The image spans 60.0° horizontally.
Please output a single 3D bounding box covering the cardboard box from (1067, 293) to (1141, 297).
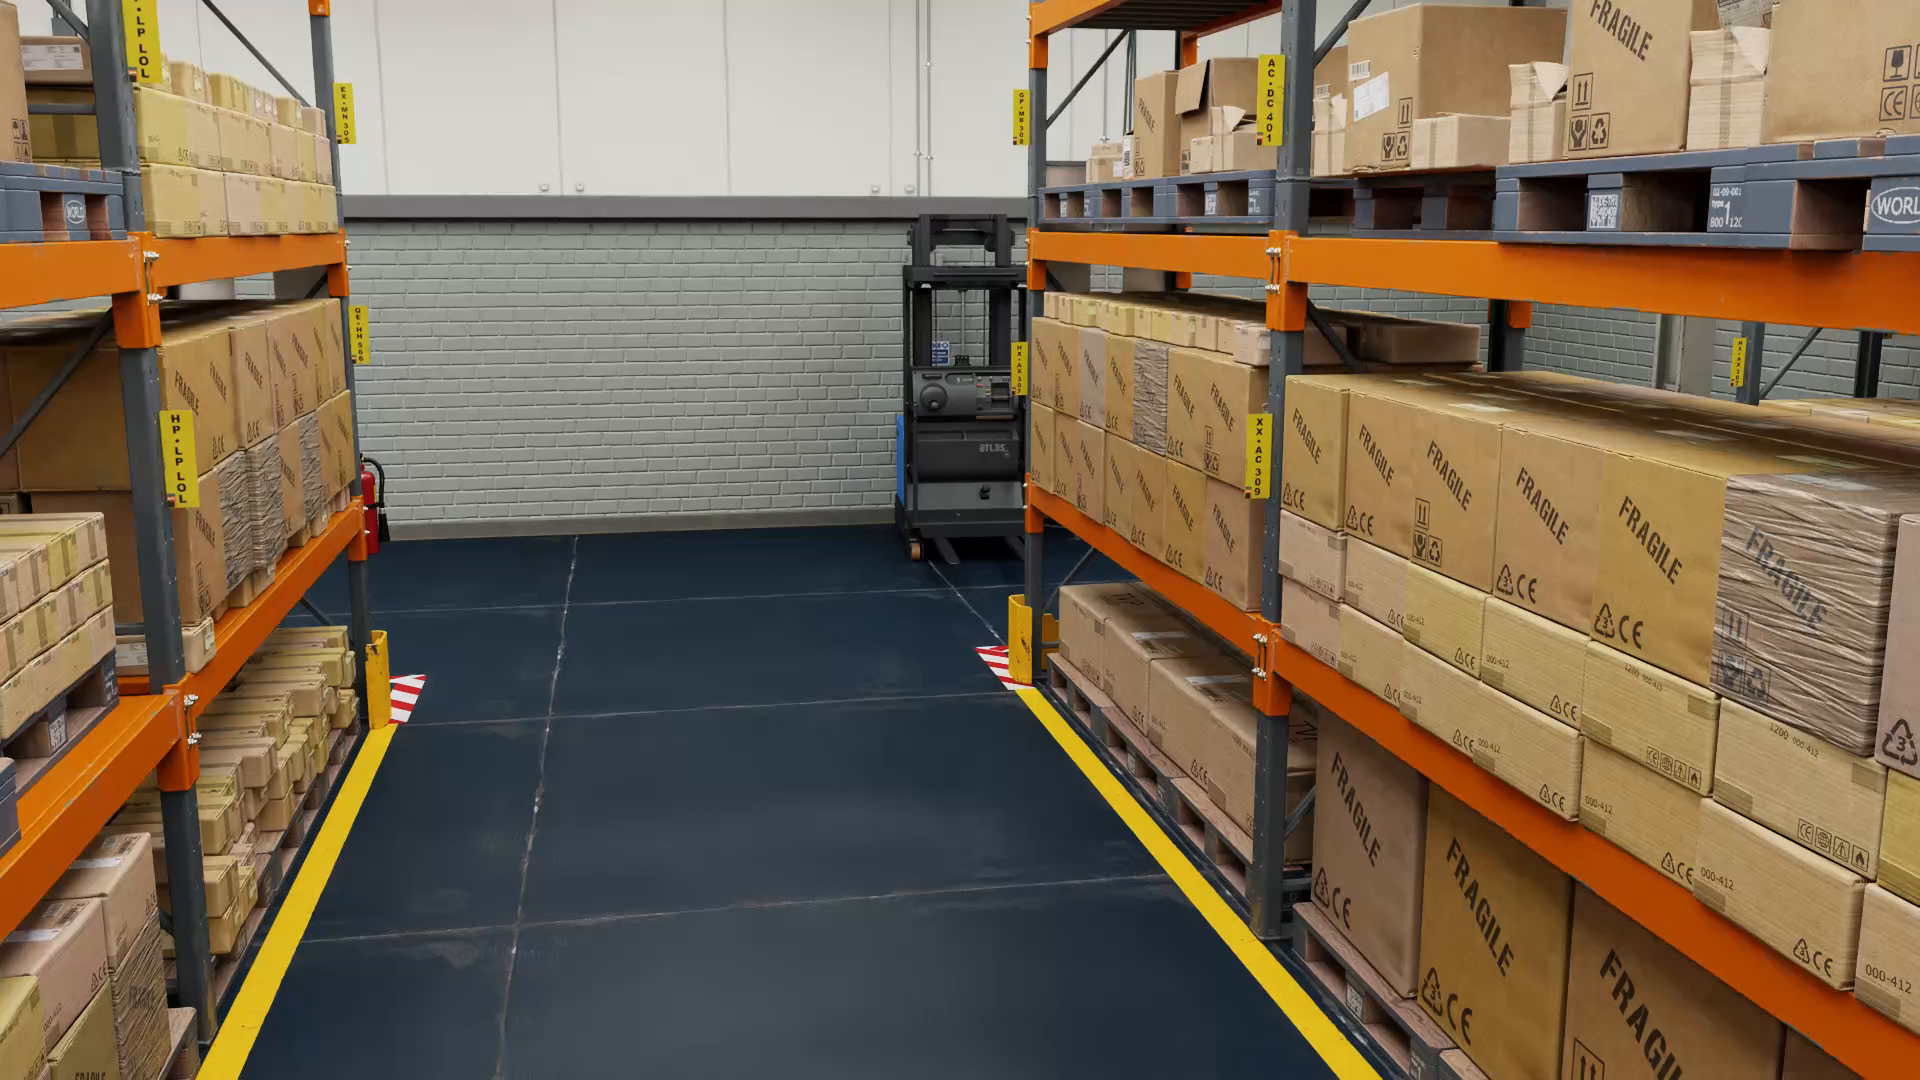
[{"bbox_3d":[0.831,-1.350,9.643,0.380,0.149,0.250,-2,11,-10],"label":"cardboard box"}]

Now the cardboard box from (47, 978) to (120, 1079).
[{"bbox_3d":[-2.655,1.563,4.578,0.500,0.500,0.500,-2,11,-12],"label":"cardboard box"}]

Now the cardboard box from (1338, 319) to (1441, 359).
[{"bbox_3d":[1.818,-0.851,7.020,0.380,0.149,0.250,-2,11,-10],"label":"cardboard box"}]

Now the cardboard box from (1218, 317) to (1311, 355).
[{"bbox_3d":[1.335,-0.880,7.175,0.380,0.149,0.250,-2,11,-11],"label":"cardboard box"}]

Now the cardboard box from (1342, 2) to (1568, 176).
[{"bbox_3d":[1.578,-1.435,5.352,0.500,0.500,0.500,-2,11,-12],"label":"cardboard box"}]

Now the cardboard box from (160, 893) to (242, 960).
[{"bbox_3d":[-2.901,1.436,6.182,0.380,0.149,0.250,-3,11,-13],"label":"cardboard box"}]

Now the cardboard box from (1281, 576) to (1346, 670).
[{"bbox_3d":[1.518,0.286,6.126,0.500,0.250,0.500,-2,11,-12],"label":"cardboard box"}]

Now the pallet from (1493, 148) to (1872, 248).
[{"bbox_3d":[2.071,-0.846,4.156,1.003,0.211,1.213,-2,11,-8],"label":"pallet"}]

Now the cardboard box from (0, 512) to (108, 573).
[{"bbox_3d":[-2.875,0.012,5.122,0.380,0.149,0.250,-2,11,-8],"label":"cardboard box"}]

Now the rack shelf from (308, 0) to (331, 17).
[{"bbox_3d":[-3.534,-2.638,6.977,1.077,0.370,4.000,-2,11,-11],"label":"rack shelf"}]

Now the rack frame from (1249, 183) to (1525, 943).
[{"bbox_3d":[1.691,0.122,6.586,1.000,3.000,0.127,-2,11,-11],"label":"rack frame"}]

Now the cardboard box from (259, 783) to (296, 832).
[{"bbox_3d":[-3.193,1.200,7.425,0.380,0.149,0.250,-2,11,-13],"label":"cardboard box"}]

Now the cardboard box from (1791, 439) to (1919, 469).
[{"bbox_3d":[2.421,0.030,4.128,0.500,0.500,0.500,-2,11,-9],"label":"cardboard box"}]

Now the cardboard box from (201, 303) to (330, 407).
[{"bbox_3d":[-3.491,-0.932,8.385,0.500,0.500,0.500,-3,11,-13],"label":"cardboard box"}]

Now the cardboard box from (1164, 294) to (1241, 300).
[{"bbox_3d":[1.385,-1.322,9.497,0.380,0.149,0.250,-2,11,-12],"label":"cardboard box"}]

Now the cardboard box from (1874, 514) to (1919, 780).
[{"bbox_3d":[2.112,0.230,3.077,0.500,0.500,0.500,-2,11,-13],"label":"cardboard box"}]

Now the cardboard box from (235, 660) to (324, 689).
[{"bbox_3d":[-3.416,0.718,8.367,0.380,0.149,0.250,-3,11,-13],"label":"cardboard box"}]

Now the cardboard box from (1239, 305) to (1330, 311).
[{"bbox_3d":[1.606,-1.084,8.247,0.380,0.149,0.250,-2,11,-11],"label":"cardboard box"}]

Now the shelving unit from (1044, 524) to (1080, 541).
[{"bbox_3d":[1.162,-0.839,15.648,0.538,1.500,1.048,7,13,33],"label":"shelving unit"}]

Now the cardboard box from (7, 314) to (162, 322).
[{"bbox_3d":[-3.810,-0.726,7.302,0.500,0.500,0.500,-2,11,-13],"label":"cardboard box"}]

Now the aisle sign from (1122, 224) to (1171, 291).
[{"bbox_3d":[1.203,-1.913,10.326,0.394,0.787,0.004,-2,11,-11],"label":"aisle sign"}]

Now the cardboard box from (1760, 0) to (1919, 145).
[{"bbox_3d":[2.090,-1.048,3.320,0.700,0.500,0.500,-3,11,-14],"label":"cardboard box"}]

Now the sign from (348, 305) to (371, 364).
[{"bbox_3d":[-3.375,-1.154,9.346,0.100,0.325,0.005,-2,11,-11],"label":"sign"}]

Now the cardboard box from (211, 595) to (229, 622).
[{"bbox_3d":[-3.153,0.239,6.646,0.380,0.149,0.250,-3,11,-14],"label":"cardboard box"}]

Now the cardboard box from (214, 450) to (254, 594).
[{"bbox_3d":[-3.097,-0.065,6.506,0.500,0.500,0.500,-2,11,-11],"label":"cardboard box"}]

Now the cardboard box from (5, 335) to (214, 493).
[{"bbox_3d":[-2.994,-0.457,5.893,0.500,0.500,0.500,-2,11,-10],"label":"cardboard box"}]

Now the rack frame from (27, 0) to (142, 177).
[{"bbox_3d":[-3.145,-2.626,4.982,1.000,3.000,0.127,-2,11,-11],"label":"rack frame"}]

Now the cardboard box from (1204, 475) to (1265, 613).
[{"bbox_3d":[1.350,-0.003,6.975,0.500,0.500,0.500,-2,11,-10],"label":"cardboard box"}]

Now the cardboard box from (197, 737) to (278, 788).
[{"bbox_3d":[-3.144,0.958,7.105,0.380,0.149,0.250,-2,11,-10],"label":"cardboard box"}]

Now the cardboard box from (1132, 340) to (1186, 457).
[{"bbox_3d":[1.129,-0.681,7.864,0.500,0.500,0.500,-2,11,-10],"label":"cardboard box"}]

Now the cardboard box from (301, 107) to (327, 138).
[{"bbox_3d":[-3.570,-2.204,8.783,0.380,0.149,0.250,-2,11,-12],"label":"cardboard box"}]

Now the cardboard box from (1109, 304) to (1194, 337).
[{"bbox_3d":[0.971,-1.109,8.379,0.380,0.149,0.250,-2,11,-12],"label":"cardboard box"}]

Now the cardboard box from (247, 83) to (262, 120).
[{"bbox_3d":[-3.292,-1.921,7.296,0.380,0.149,0.250,-2,11,-13],"label":"cardboard box"}]

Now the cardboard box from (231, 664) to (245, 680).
[{"bbox_3d":[-3.983,0.644,8.756,0.380,0.149,0.250,-2,11,-10],"label":"cardboard box"}]

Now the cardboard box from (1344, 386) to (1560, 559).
[{"bbox_3d":[1.621,-0.235,5.519,0.500,0.500,0.500,-2,11,-11],"label":"cardboard box"}]

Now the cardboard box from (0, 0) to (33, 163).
[{"bbox_3d":[-3.179,-1.335,4.828,0.700,0.500,0.500,-2,11,-11],"label":"cardboard box"}]

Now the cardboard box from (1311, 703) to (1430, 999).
[{"bbox_3d":[1.890,1.070,6.163,0.875,0.875,0.875,-2,11,-9],"label":"cardboard box"}]

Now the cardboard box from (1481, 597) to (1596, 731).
[{"bbox_3d":[1.801,0.322,4.600,0.500,0.250,0.500,-2,11,-13],"label":"cardboard box"}]

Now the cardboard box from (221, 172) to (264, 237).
[{"bbox_3d":[-3.165,-1.361,6.759,0.500,0.250,0.500,-2,11,-9],"label":"cardboard box"}]

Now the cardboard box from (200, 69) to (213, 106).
[{"bbox_3d":[-3.165,-1.774,6.523,0.380,0.149,0.250,-2,11,-13],"label":"cardboard box"}]

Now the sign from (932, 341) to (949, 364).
[{"bbox_3d":[-0.266,-1.787,15.894,0.327,0.218,0.001,-2,11,-11],"label":"sign"}]

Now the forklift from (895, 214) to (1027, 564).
[{"bbox_3d":[0.076,-1.324,14.365,1.130,2.935,3.031,-1,11,-7],"label":"forklift"}]

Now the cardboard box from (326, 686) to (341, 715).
[{"bbox_3d":[-3.438,0.817,8.642,0.380,0.149,0.250,-3,11,-13],"label":"cardboard box"}]

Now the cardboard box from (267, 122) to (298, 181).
[{"bbox_3d":[-3.386,-1.795,7.702,0.500,0.250,0.500,-2,11,-10],"label":"cardboard box"}]

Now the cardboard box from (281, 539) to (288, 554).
[{"bbox_3d":[-3.418,-0.001,7.902,0.380,0.149,0.250,-3,11,-13],"label":"cardboard box"}]

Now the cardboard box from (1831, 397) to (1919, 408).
[{"bbox_3d":[6.131,-0.790,10.986,0.500,0.250,0.500,-2,11,-9],"label":"cardboard box"}]

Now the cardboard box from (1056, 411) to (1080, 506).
[{"bbox_3d":[0.850,-0.470,9.431,0.500,0.500,0.500,-2,11,-12],"label":"cardboard box"}]

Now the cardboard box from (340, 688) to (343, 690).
[{"bbox_3d":[-3.616,0.870,9.157,0.380,0.149,0.250,-2,11,-10],"label":"cardboard box"}]

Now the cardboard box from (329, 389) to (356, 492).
[{"bbox_3d":[-3.583,-0.535,8.976,0.500,0.500,0.500,-2,11,-10],"label":"cardboard box"}]

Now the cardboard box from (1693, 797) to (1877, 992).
[{"bbox_3d":[2.001,0.753,3.673,0.500,0.250,0.500,-2,11,-10],"label":"cardboard box"}]

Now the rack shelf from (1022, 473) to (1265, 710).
[{"bbox_3d":[1.302,0.109,8.580,1.077,0.370,4.000,-2,11,-11],"label":"rack shelf"}]

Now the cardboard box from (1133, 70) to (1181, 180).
[{"bbox_3d":[1.158,-2.014,8.131,0.500,0.500,0.500,-2,11,-10],"label":"cardboard box"}]

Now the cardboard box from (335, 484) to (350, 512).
[{"bbox_3d":[-3.582,-0.240,9.161,0.380,0.149,0.250,-2,11,-11],"label":"cardboard box"}]

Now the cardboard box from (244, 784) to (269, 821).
[{"bbox_3d":[-3.202,1.103,7.137,0.380,0.149,0.250,-2,11,-8],"label":"cardboard box"}]

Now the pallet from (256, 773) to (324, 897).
[{"bbox_3d":[-3.551,1.344,7.622,1.003,0.211,1.213,-2,11,-11],"label":"pallet"}]

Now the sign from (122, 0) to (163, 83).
[{"bbox_3d":[-2.601,-1.621,5.287,0.100,0.325,0.005,-2,11,-11],"label":"sign"}]

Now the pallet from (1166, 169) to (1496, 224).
[{"bbox_3d":[1.542,-1.458,7.104,1.003,0.211,1.213,-2,11,-11],"label":"pallet"}]

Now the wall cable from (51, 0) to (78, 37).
[{"bbox_3d":[-6.527,-5.941,13.792,2.277,5.999,0.120,-2,11,-11],"label":"wall cable"}]

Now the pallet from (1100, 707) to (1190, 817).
[{"bbox_3d":[1.379,1.125,8.772,1.003,0.211,1.213,-2,11,-11],"label":"pallet"}]
